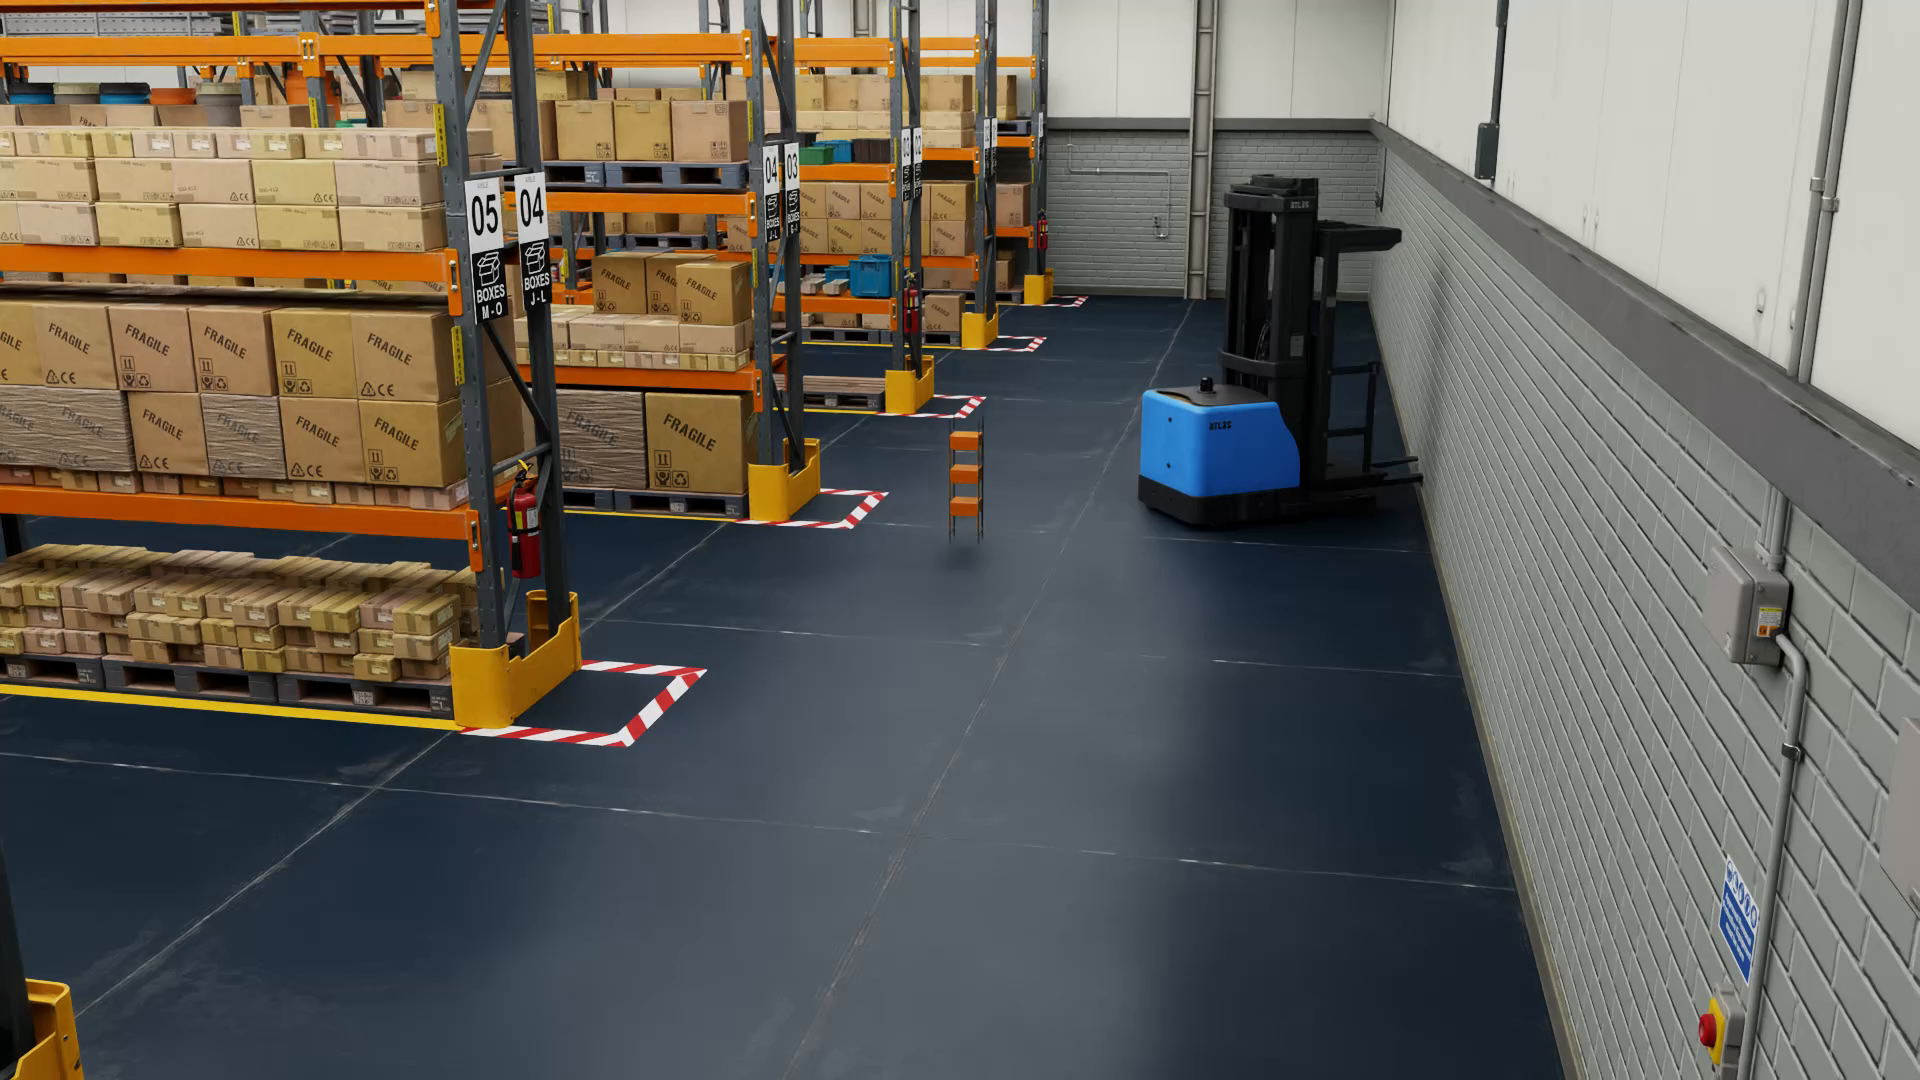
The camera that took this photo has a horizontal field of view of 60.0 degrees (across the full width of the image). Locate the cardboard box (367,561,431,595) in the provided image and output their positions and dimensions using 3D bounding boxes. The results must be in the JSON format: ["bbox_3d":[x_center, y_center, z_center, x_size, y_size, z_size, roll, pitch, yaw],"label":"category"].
[{"bbox_3d":[-3.654,0.266,10.851,0.250,0.149,0.380,3,16,11],"label":"cardboard box"}]

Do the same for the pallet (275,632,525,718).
[{"bbox_3d":[-3.556,0.816,10.652,1.213,0.211,1.003,3,16,11],"label":"pallet"}]

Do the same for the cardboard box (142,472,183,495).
[{"bbox_3d":[-4.828,-0.403,10.299,0.250,0.149,0.380,4,16,13],"label":"cardboard box"}]

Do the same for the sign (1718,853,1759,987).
[{"bbox_3d":[2.020,0.983,4.318,0.001,0.218,0.327,3,16,11],"label":"sign"}]

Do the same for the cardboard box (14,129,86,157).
[{"bbox_3d":[-5.355,-2.356,9.857,0.250,0.149,0.380,3,16,9],"label":"cardboard box"}]

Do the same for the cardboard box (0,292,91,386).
[{"bbox_3d":[-5.708,-1.246,10.255,0.500,0.500,0.500,3,16,9],"label":"cardboard box"}]

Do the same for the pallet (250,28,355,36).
[{"bbox_3d":[-7.757,-6.046,20.064,1.003,0.211,1.213,3,16,11],"label":"pallet"}]

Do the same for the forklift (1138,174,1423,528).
[{"bbox_3d":[3.174,-1.754,14.834,3.031,2.935,1.130,-7,17,-23],"label":"forklift"}]

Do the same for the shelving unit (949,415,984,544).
[{"bbox_3d":[0.052,-0.503,13.842,0.252,1.050,0.215,3,16,11],"label":"shelving unit"}]

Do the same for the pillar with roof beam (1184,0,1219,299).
[{"bbox_3d":[3.317,-7.499,24.205,0.400,9.000,9.100,3,16,11],"label":"pillar with roof beam"}]

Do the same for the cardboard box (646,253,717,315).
[{"bbox_3d":[-2.511,-2.319,15.063,0.500,0.500,0.500,3,16,10],"label":"cardboard box"}]

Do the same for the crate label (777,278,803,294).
[{"bbox_3d":[-2.012,-2.985,19.530,0.243,0.136,0.396,3,16,11],"label":"crate label"}]

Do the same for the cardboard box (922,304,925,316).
[{"bbox_3d":[-0.593,-3.372,24.871,0.500,0.250,0.500,3,16,11],"label":"cardboard box"}]

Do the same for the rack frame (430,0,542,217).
[{"bbox_3d":[-2.692,-3.363,9.275,0.127,3.000,1.000,3,16,11],"label":"rack frame"}]

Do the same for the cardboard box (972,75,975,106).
[{"bbox_3d":[0.096,-7.633,28.213,0.500,0.500,0.500,4,16,13],"label":"cardboard box"}]

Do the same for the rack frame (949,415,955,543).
[{"bbox_3d":[-0.067,-0.510,13.865,0.008,1.050,0.200,3,16,11],"label":"rack frame"}]

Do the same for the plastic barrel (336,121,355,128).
[{"bbox_3d":[-7.465,-4.942,20.098,0.294,0.245,0.294,0,15,0],"label":"plastic barrel"}]

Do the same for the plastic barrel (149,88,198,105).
[{"bbox_3d":[-9.860,-5.273,20.984,0.708,0.830,0.600,3,16,11],"label":"plastic barrel"}]

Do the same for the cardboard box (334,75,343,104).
[{"bbox_3d":[-11.490,-8.257,30.464,0.500,0.500,0.500,4,16,14],"label":"cardboard box"}]

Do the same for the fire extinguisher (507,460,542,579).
[{"bbox_3d":[-2.537,-0.120,9.651,0.183,0.674,0.296,3,16,11],"label":"fire extinguisher"}]

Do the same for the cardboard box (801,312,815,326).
[{"bbox_3d":[-2.329,-3.292,24.741,0.250,0.166,0.380,3,16,11],"label":"cardboard box"}]

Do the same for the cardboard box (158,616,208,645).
[{"bbox_3d":[-4.809,0.526,10.471,0.250,0.149,0.380,3,16,12],"label":"cardboard box"}]

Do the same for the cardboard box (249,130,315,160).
[{"bbox_3d":[-3.831,-2.257,9.498,0.250,0.149,0.380,3,16,12],"label":"cardboard box"}]

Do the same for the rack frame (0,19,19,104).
[{"bbox_3d":[-12.377,-6.589,20.921,0.127,3.000,1.000,3,16,11],"label":"rack frame"}]

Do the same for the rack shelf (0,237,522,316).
[{"bbox_3d":[-4.652,-1.677,10.155,4.000,0.370,1.077,3,16,11],"label":"rack shelf"}]

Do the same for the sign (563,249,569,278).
[{"bbox_3d":[-4.649,-3.262,19.630,0.005,0.325,0.100,3,16,11],"label":"sign"}]

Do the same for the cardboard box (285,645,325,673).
[{"bbox_3d":[-4.008,0.693,10.425,0.250,0.149,0.380,3,16,12],"label":"cardboard box"}]

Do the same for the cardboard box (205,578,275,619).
[{"bbox_3d":[-4.527,0.369,10.479,0.250,0.149,0.380,3,16,9],"label":"cardboard box"}]

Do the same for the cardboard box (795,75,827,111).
[{"bbox_3d":[-2.110,-6.439,23.938,0.500,0.500,0.700,3,16,11],"label":"cardboard box"}]

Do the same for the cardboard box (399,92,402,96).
[{"bbox_3d":[-9.883,-7.935,30.428,0.500,0.500,0.500,5,16,19],"label":"cardboard box"}]

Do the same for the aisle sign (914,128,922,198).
[{"bbox_3d":[-0.488,-4.386,19.337,0.004,0.787,0.394,3,16,11],"label":"aisle sign"}]

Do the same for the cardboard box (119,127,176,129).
[{"bbox_3d":[-4.979,-2.484,10.317,0.250,0.149,0.380,3,16,11],"label":"cardboard box"}]

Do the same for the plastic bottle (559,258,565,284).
[{"bbox_3d":[-4.858,-3.354,20.574,0.185,0.351,0.144,3,16,11],"label":"plastic bottle"}]

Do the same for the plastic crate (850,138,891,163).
[{"bbox_3d":[-0.940,-4.535,19.372,0.590,0.269,0.497,3,16,11],"label":"plastic crate"}]

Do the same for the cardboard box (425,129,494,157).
[{"bbox_3d":[-2.964,-2.355,9.852,0.250,0.149,0.380,3,16,11],"label":"cardboard box"}]

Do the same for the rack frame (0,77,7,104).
[{"bbox_3d":[-9.444,-5.080,15.476,0.127,3.000,1.000,3,16,11],"label":"rack frame"}]

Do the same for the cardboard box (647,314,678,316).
[{"bbox_3d":[-2.532,-1.957,15.161,0.500,0.250,0.500,3,16,10],"label":"cardboard box"}]

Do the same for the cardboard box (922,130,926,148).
[{"bbox_3d":[-0.671,-5.716,23.670,0.500,0.250,0.500,3,16,11],"label":"cardboard box"}]

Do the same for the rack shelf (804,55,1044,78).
[{"bbox_3d":[-0.604,-8.109,28.506,4.000,0.370,1.077,3,16,11],"label":"rack shelf"}]

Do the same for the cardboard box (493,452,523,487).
[{"bbox_3d":[-2.944,-0.453,10.481,0.250,0.149,0.380,3,16,11],"label":"cardboard box"}]

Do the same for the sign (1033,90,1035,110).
[{"bbox_3d":[1.235,-7.344,27.756,0.005,0.325,0.100,3,16,11],"label":"sign"}]

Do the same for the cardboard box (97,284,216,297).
[{"bbox_3d":[-5.091,-1.346,10.616,0.500,0.500,0.500,4,16,13],"label":"cardboard box"}]

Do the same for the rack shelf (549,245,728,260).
[{"bbox_3d":[-5.507,-4.327,25.343,4.000,0.370,1.077,3,16,11],"label":"rack shelf"}]

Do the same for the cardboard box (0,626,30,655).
[{"bbox_3d":[-6.059,0.605,10.744,0.250,0.149,0.380,4,16,13],"label":"cardboard box"}]

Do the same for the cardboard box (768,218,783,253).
[{"bbox_3d":[-2.599,-4.491,24.399,0.500,0.500,0.500,3,16,12],"label":"cardboard box"}]

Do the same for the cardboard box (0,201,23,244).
[{"bbox_3d":[-5.718,-1.940,10.037,0.500,0.250,0.500,3,16,10],"label":"cardboard box"}]

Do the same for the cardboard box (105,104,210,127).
[{"bbox_3d":[-7.438,-3.784,15.434,0.637,0.503,0.797,3,16,10],"label":"cardboard box"}]

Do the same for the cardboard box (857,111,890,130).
[{"bbox_3d":[-1.161,-5.984,23.701,0.500,0.250,0.500,3,16,11],"label":"cardboard box"}]

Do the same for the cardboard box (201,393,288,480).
[{"bbox_3d":[-4.186,-0.673,10.058,0.500,0.500,0.500,3,16,11],"label":"cardboard box"}]

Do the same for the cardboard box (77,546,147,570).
[{"bbox_3d":[-5.708,0.166,11.213,0.250,0.149,0.380,3,16,11],"label":"cardboard box"}]

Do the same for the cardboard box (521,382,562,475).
[{"bbox_3d":[-4.012,-1.051,15.361,0.875,0.875,0.875,3,16,11],"label":"cardboard box"}]

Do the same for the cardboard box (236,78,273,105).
[{"bbox_3d":[-10.790,-6.887,25.707,0.500,0.500,0.500,3,16,12],"label":"cardboard box"}]

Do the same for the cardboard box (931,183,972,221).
[{"bbox_3d":[-0.118,-4.837,23.774,0.500,0.500,0.500,3,16,11],"label":"cardboard box"}]

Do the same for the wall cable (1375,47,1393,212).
[{"bbox_3d":[6.828,-6.651,26.964,0.112,2.526,3.097,3,16,11],"label":"wall cable"}]

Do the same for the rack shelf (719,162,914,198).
[{"bbox_3d":[-2.578,-4.265,19.497,4.000,0.370,1.077,3,16,11],"label":"rack shelf"}]

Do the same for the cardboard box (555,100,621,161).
[{"bbox_3d":[-3.169,-3.598,14.582,0.500,0.500,0.700,2,16,7],"label":"cardboard box"}]

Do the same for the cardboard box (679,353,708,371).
[{"bbox_3d":[-2.275,-1.589,14.579,0.250,0.149,0.380,3,16,12],"label":"cardboard box"}]

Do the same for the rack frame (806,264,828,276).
[{"bbox_3d":[-2.563,-5.864,29.542,0.127,3.000,1.000,3,16,11],"label":"rack frame"}]
